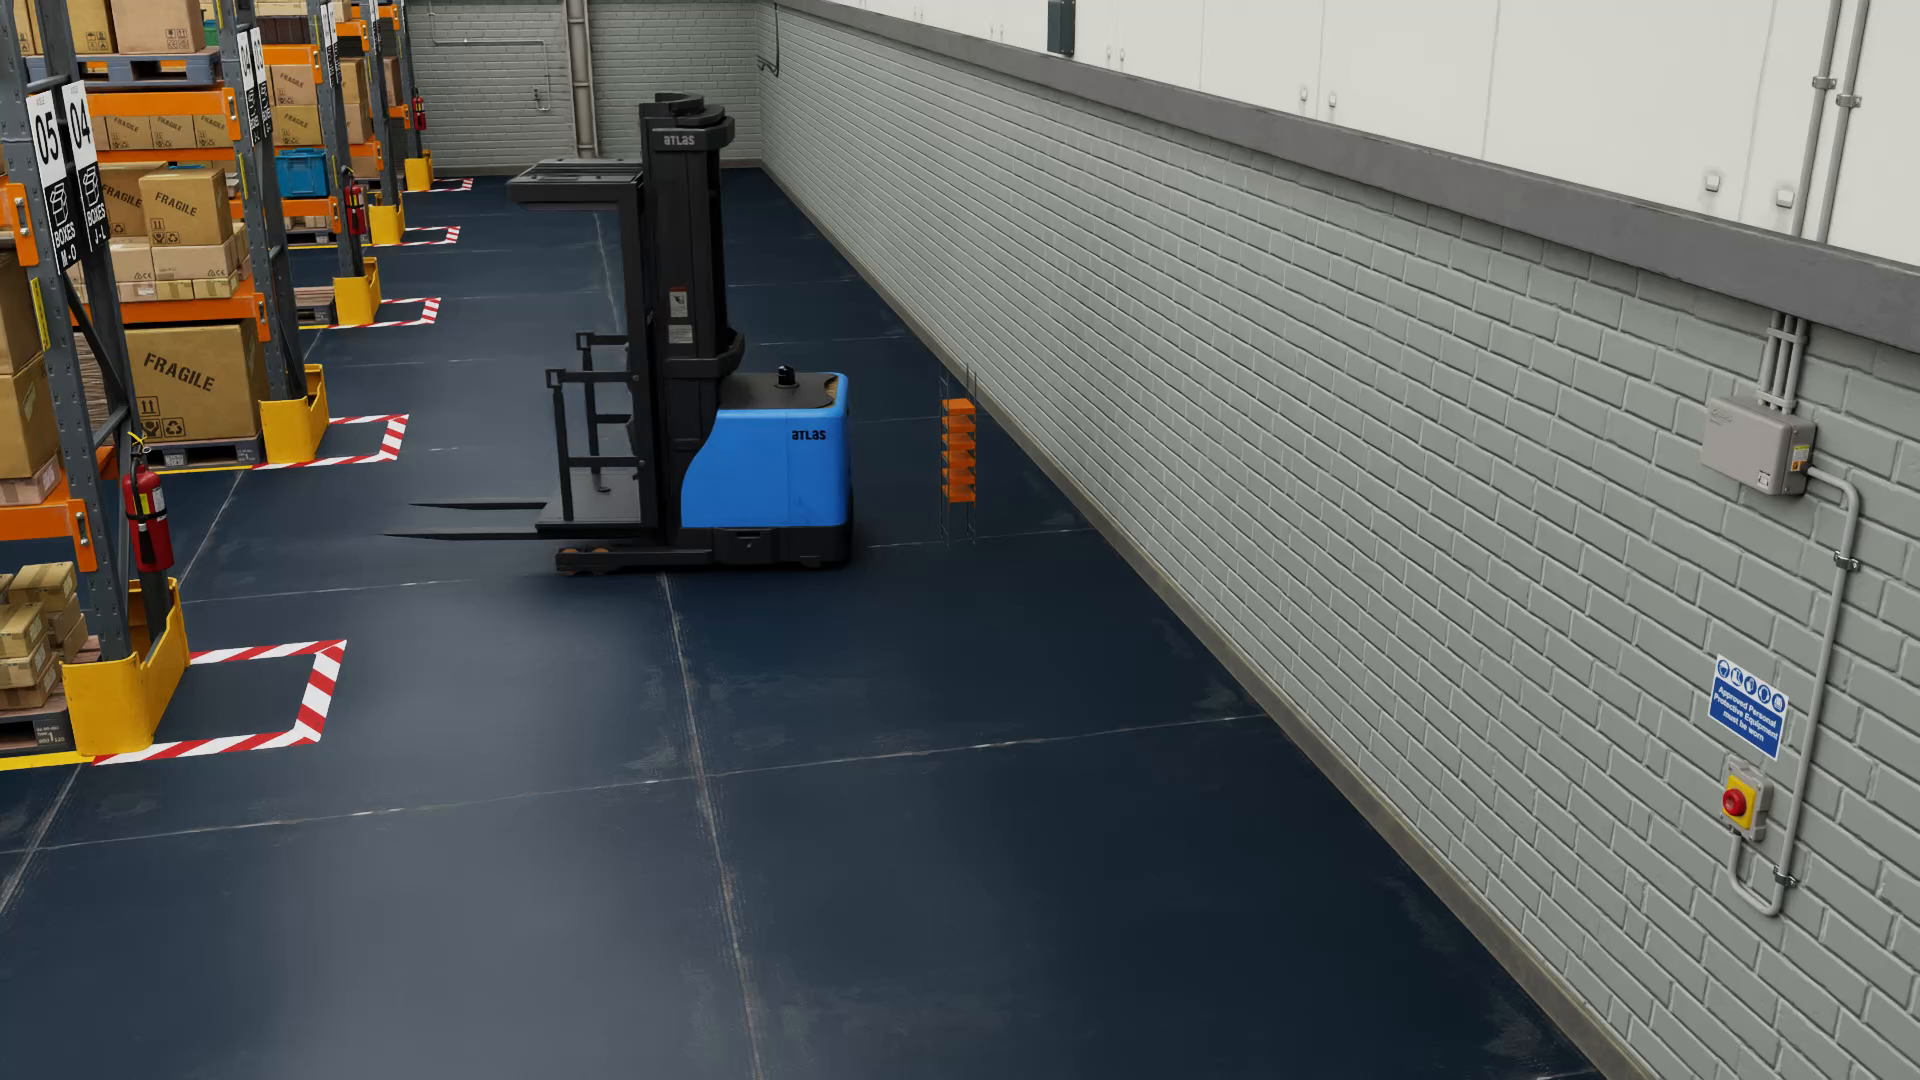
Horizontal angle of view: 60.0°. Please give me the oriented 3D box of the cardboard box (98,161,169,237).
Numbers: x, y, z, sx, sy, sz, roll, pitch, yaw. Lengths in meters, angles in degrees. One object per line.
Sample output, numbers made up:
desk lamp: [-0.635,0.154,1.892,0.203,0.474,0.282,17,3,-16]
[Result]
cardboard box: [-6.389,-2.633,12.838,0.500,0.500,0.500,-5,21,-14]

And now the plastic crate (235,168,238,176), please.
plastic crate: [-7.470,-3.845,17.607,0.300,0.233,0.416,-5,21,-12]

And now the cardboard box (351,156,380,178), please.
cardboard box: [-9.451,-6.108,26.651,0.500,0.500,0.700,-5,21,-12]

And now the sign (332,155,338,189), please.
sign: [-6.371,-3.751,16.956,0.005,0.325,0.100,-5,21,-12]

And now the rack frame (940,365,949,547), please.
rack frame: [-0.103,-0.555,11.085,0.006,1.200,0.240,-5,21,-12]

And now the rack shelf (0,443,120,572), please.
rack shelf: [-6.277,-0.035,8.095,4.000,0.370,1.077,-5,21,-12]

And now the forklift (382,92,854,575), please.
forklift: [-2.245,-1.336,10.699,3.031,2.935,1.130,-1,20,-2]

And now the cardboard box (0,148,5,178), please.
cardboard box: [-4.712,-1.745,7.573,0.500,0.250,0.500,-5,21,-14]

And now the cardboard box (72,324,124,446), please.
cardboard box: [-6.863,-1.249,12.843,0.875,0.875,0.875,-5,21,-12]

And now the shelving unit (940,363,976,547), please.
shelving unit: [-0.014,-0.562,11.105,0.189,1.200,0.258,-5,21,-12]

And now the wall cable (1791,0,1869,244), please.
wall cable: [2.378,-2.244,4.357,0.029,3.000,0.463,-5,21,-12]

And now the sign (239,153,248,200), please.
sign: [-5.262,-2.671,12.219,0.005,0.325,0.100,-5,21,-12]

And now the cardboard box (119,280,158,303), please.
cardboard box: [-6.142,-1.902,12.512,0.250,0.149,0.380,-5,21,-12]

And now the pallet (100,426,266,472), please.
pallet: [-6.133,-0.800,13.193,1.213,0.211,1.003,-5,21,-12]

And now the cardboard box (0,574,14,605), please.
cardboard box: [-5.159,0.321,8.747,0.250,0.149,0.380,-4,21,-11]

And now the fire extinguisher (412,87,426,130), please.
fire extinguisher: [-8.540,-6.819,26.225,0.183,0.674,0.296,-5,21,-12]

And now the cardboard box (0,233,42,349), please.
cardboard box: [-4.828,-1.240,8.309,0.500,0.500,0.500,-5,21,-13]

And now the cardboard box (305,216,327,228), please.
cardboard box: [-8.536,-4.264,22.074,0.250,0.166,0.380,-5,21,-12]

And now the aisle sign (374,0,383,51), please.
aisle sign: [-7.650,-6.840,21.847,0.004,0.787,0.394,-5,21,-12]

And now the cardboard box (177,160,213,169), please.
cardboard box: [-11.934,-5.905,26.098,0.500,0.500,0.700,-4,21,-12]

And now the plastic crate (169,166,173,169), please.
plastic crate: [-8.402,-3.769,17.400,0.300,0.233,0.416,-5,21,-12]

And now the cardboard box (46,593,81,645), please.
cardboard box: [-4.899,0.426,8.892,0.250,0.149,0.380,-4,20,-10]

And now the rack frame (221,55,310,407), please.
rack frame: [-5.373,-2.199,12.958,0.127,3.000,1.000,-5,21,-12]

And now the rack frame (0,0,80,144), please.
rack frame: [-4.330,-3.348,7.371,0.127,3.000,1.000,-5,21,-12]

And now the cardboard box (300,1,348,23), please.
cardboard box: [-8.088,-6.725,21.169,0.500,0.250,0.500,-5,21,-12]

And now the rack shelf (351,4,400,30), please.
rack shelf: [-10.739,-8.086,25.712,4.000,0.370,1.077,-5,21,-12]

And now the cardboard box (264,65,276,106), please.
cardboard box: [-9.014,-5.822,21.248,0.500,0.500,0.500,-4,21,-11]

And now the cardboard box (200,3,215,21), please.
cardboard box: [-9.551,-6.611,20.857,0.500,0.250,0.500,-5,21,-12]

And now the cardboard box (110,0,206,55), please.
cardboard box: [-5.867,-3.840,12.174,0.500,0.500,0.700,-6,21,-16]

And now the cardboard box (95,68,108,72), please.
cardboard box: [-10.517,-5.700,20.914,0.500,0.500,0.500,-5,21,-14]

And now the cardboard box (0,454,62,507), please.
cardboard box: [-4.583,-0.293,8.118,0.250,0.149,0.380,-5,21,-12]

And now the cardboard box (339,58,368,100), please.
cardboard box: [-8.142,-6.085,21.966,0.500,0.500,0.500,-4,20,-11]

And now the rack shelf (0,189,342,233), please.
rack shelf: [-8.459,-3.361,17.175,4.000,0.370,1.077,-5,21,-12]

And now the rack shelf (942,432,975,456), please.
rack shelf: [-0.014,-0.633,11.079,0.180,0.103,0.258,-5,21,-12]

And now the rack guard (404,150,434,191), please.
rack guard: [-8.769,-6.002,26.972,0.348,0.500,1.175,-5,21,-12]

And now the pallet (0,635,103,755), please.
pallet: [-5.203,0.837,8.723,1.213,0.211,1.003,-5,21,-12]

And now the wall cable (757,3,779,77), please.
wall cable: [-3.206,-8.860,26.934,0.112,2.526,3.097,-5,21,-12]

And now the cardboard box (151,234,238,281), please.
cardboard box: [-5.784,-2.141,12.585,0.500,0.250,0.500,-5,21,-13]

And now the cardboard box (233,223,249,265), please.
cardboard box: [-5.903,-2.321,13.075,0.500,0.250,0.500,-5,21,-14]

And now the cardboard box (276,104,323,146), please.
cardboard box: [-8.526,-5.394,21.533,0.500,0.500,0.500,-4,21,-12]

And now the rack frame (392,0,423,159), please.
rack frame: [-8.793,-7.173,26.536,0.127,3.000,1.000,-5,21,-12]

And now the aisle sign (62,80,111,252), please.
aisle sign: [-4.328,-1.858,8.246,0.004,0.787,0.394,-5,21,-12]

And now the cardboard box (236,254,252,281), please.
cardboard box: [-5.795,-2.164,13.226,0.250,0.149,0.380,-4,21,-12]

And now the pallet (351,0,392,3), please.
pallet: [-9.512,-8.478,25.866,1.213,0.211,1.003,-5,21,-12]

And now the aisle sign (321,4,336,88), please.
aisle sign: [-6.376,-4.986,16.784,0.004,0.787,0.394,-5,21,-12]

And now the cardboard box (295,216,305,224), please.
cardboard box: [-8.730,-4.443,22.442,0.500,0.250,0.500,-5,21,-12]

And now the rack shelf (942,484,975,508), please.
rack shelf: [-0.014,-0.295,11.203,0.180,0.103,0.258,-5,21,-12]

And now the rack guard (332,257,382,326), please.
rack guard: [-6.493,-2.690,17.930,0.348,0.500,1.175,-5,21,-12]

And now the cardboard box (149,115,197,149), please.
cardboard box: [-9.998,-5.275,21.210,0.500,0.500,0.500,-5,21,-13]

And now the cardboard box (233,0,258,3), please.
cardboard box: [-9.064,-6.884,20.878,0.500,0.250,0.500,-5,21,-12]

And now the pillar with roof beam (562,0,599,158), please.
pillar with roof beam: [-5.374,-9.053,22.944,0.400,9.000,9.100,-5,21,-12]

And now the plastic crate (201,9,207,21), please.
plastic crate: [-8.063,-5.208,16.899,0.767,0.338,0.504,-5,21,-12]
